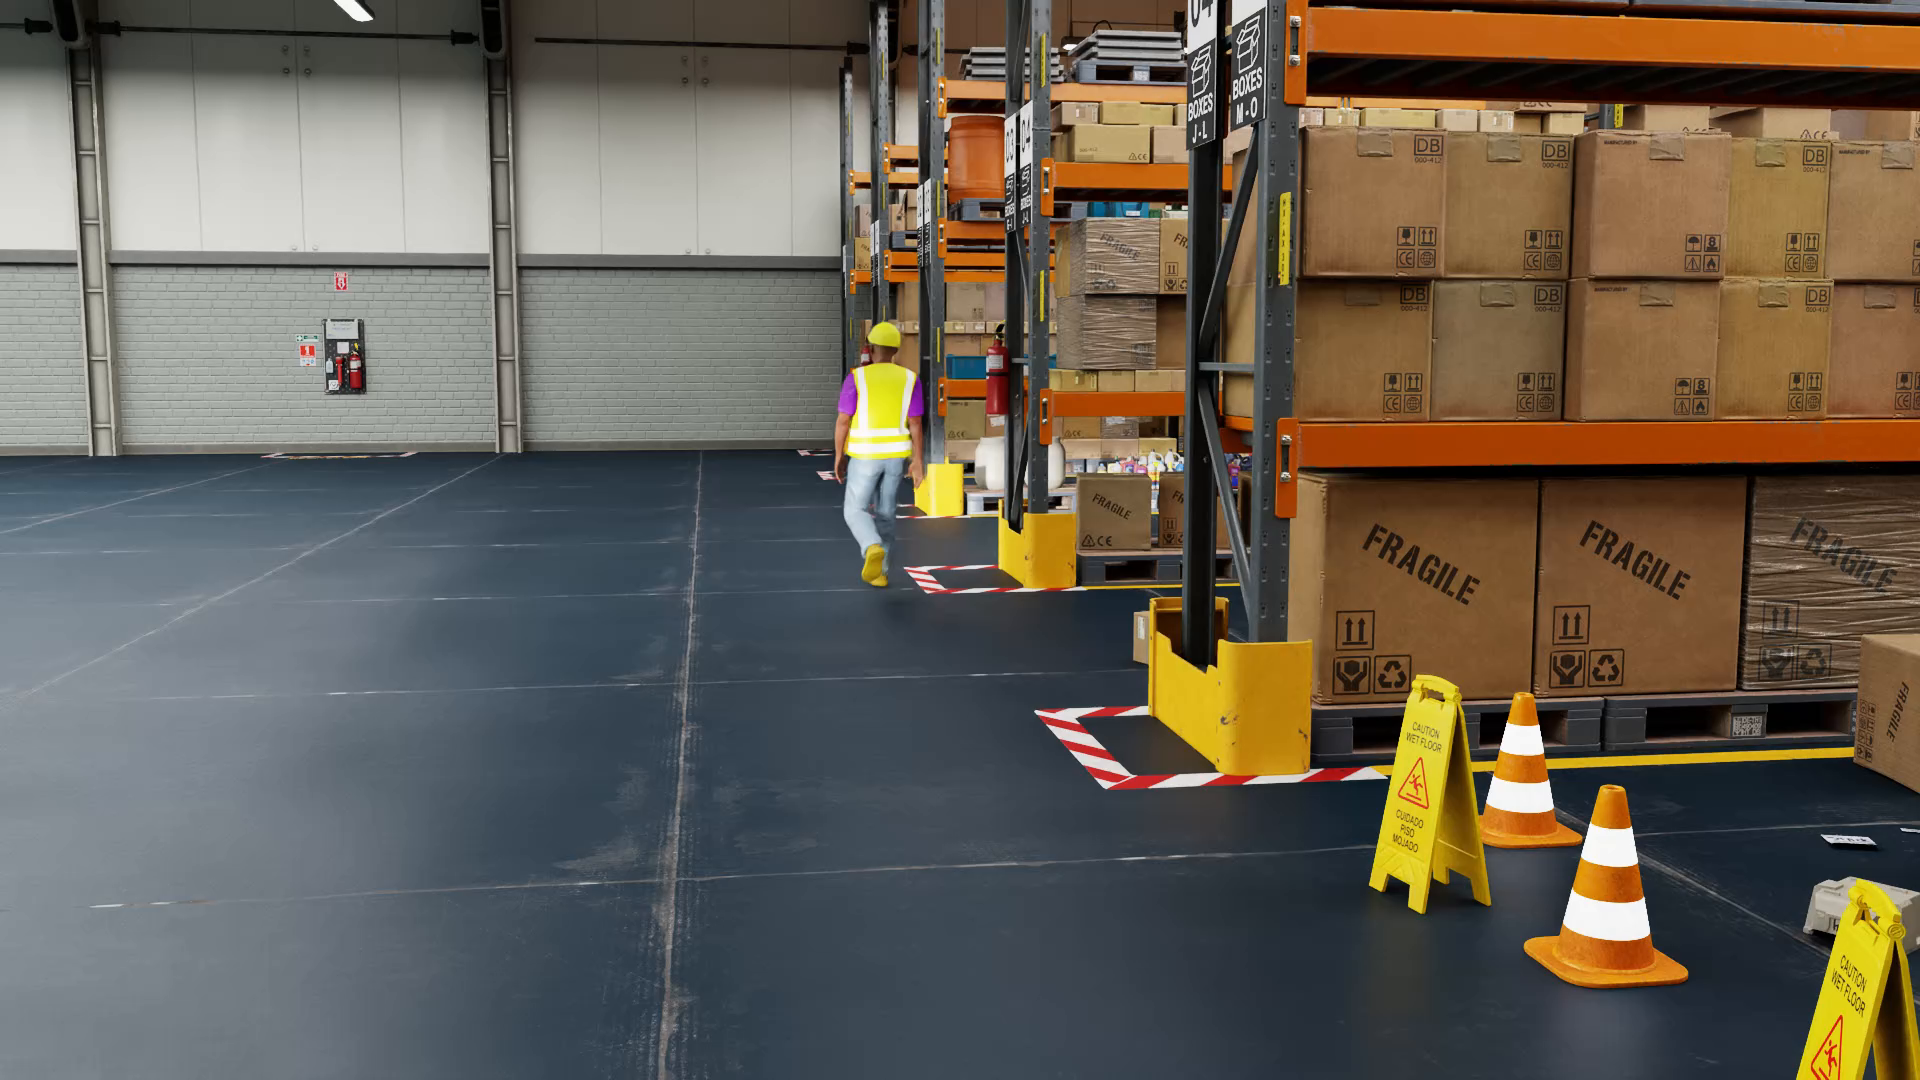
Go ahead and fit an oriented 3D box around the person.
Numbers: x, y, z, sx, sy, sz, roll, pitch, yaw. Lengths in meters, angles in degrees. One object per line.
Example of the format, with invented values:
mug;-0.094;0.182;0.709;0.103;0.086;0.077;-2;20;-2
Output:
person;-0.529;-0.547;10.875;0.582;1.742;0.797;-2;7;-19
